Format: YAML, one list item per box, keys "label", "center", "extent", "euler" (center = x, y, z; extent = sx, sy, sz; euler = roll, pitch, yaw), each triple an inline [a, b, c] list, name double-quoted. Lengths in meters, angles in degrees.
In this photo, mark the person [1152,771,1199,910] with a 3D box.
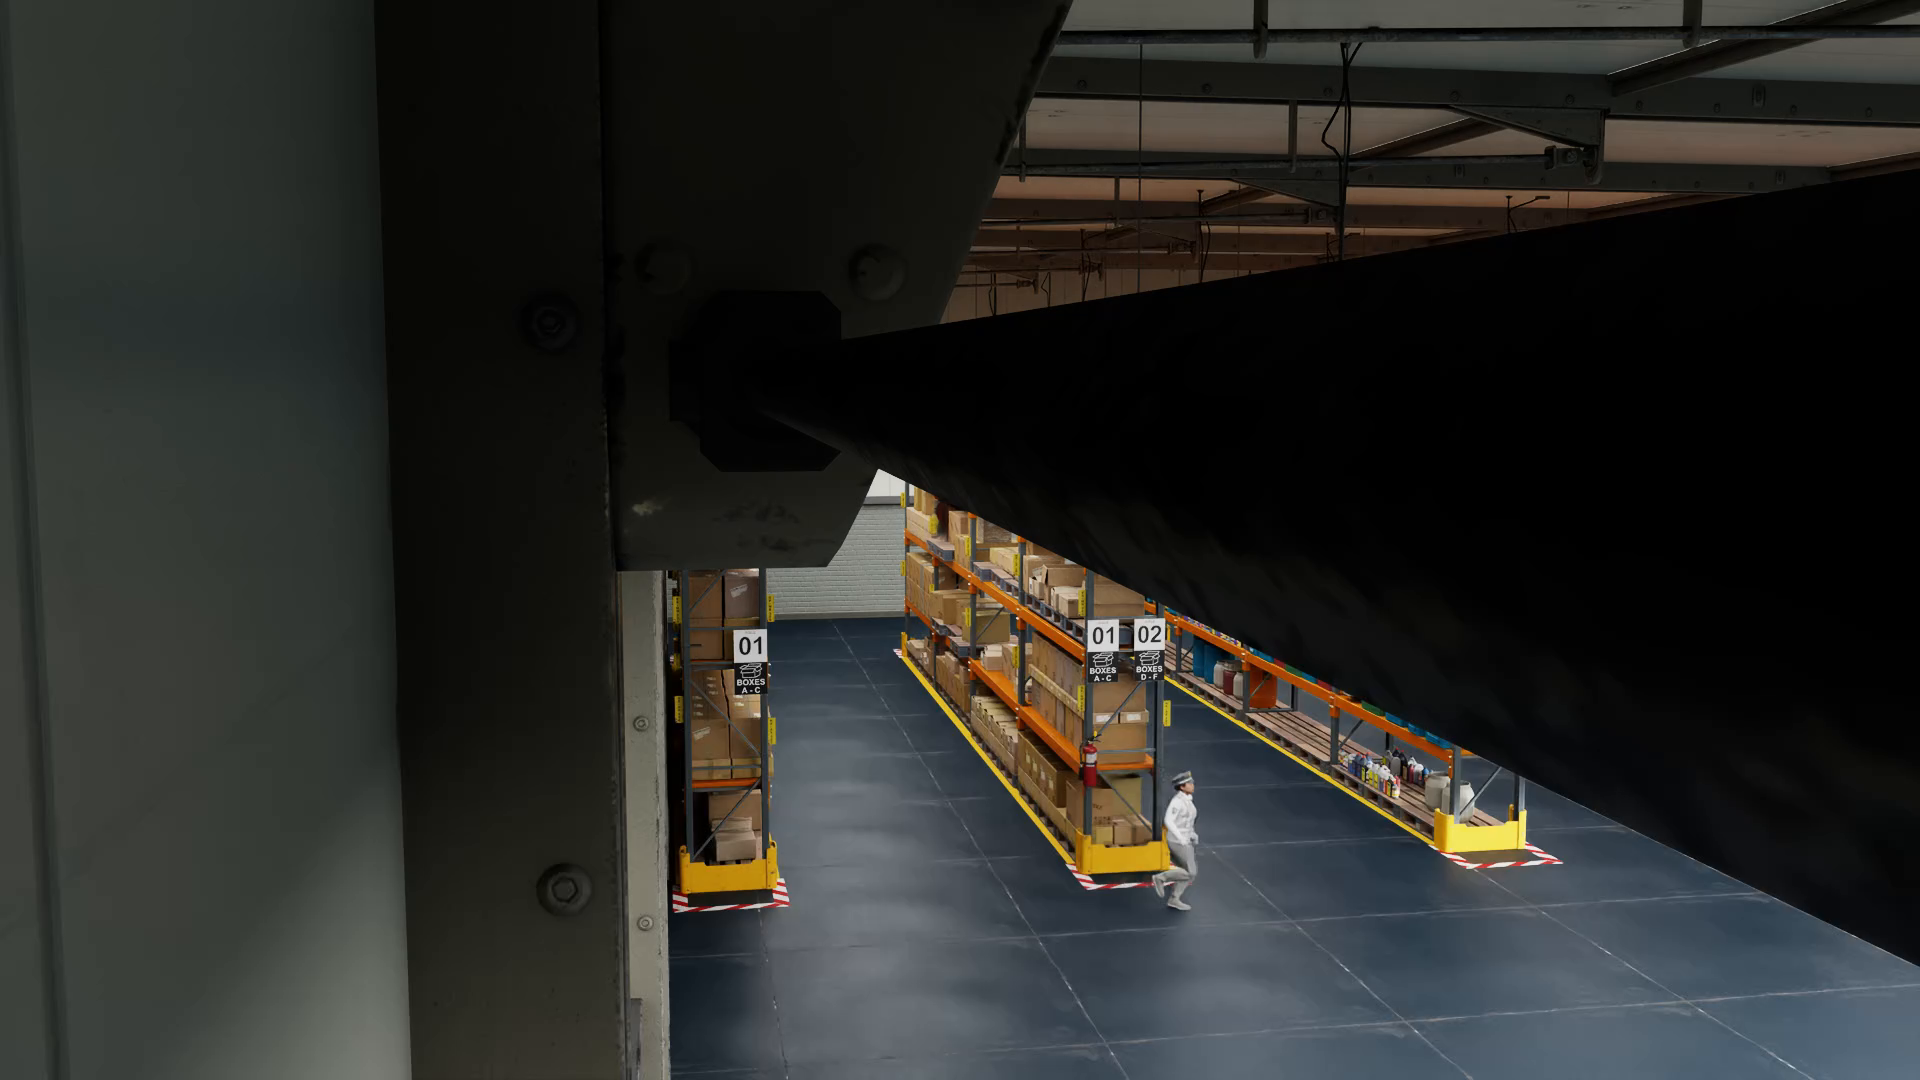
- label: "person"
  center: [2.528, 3.510, 19.482]
  extent: [0.525, 1.643, 0.584]
  euler: [2, 6, 17]
